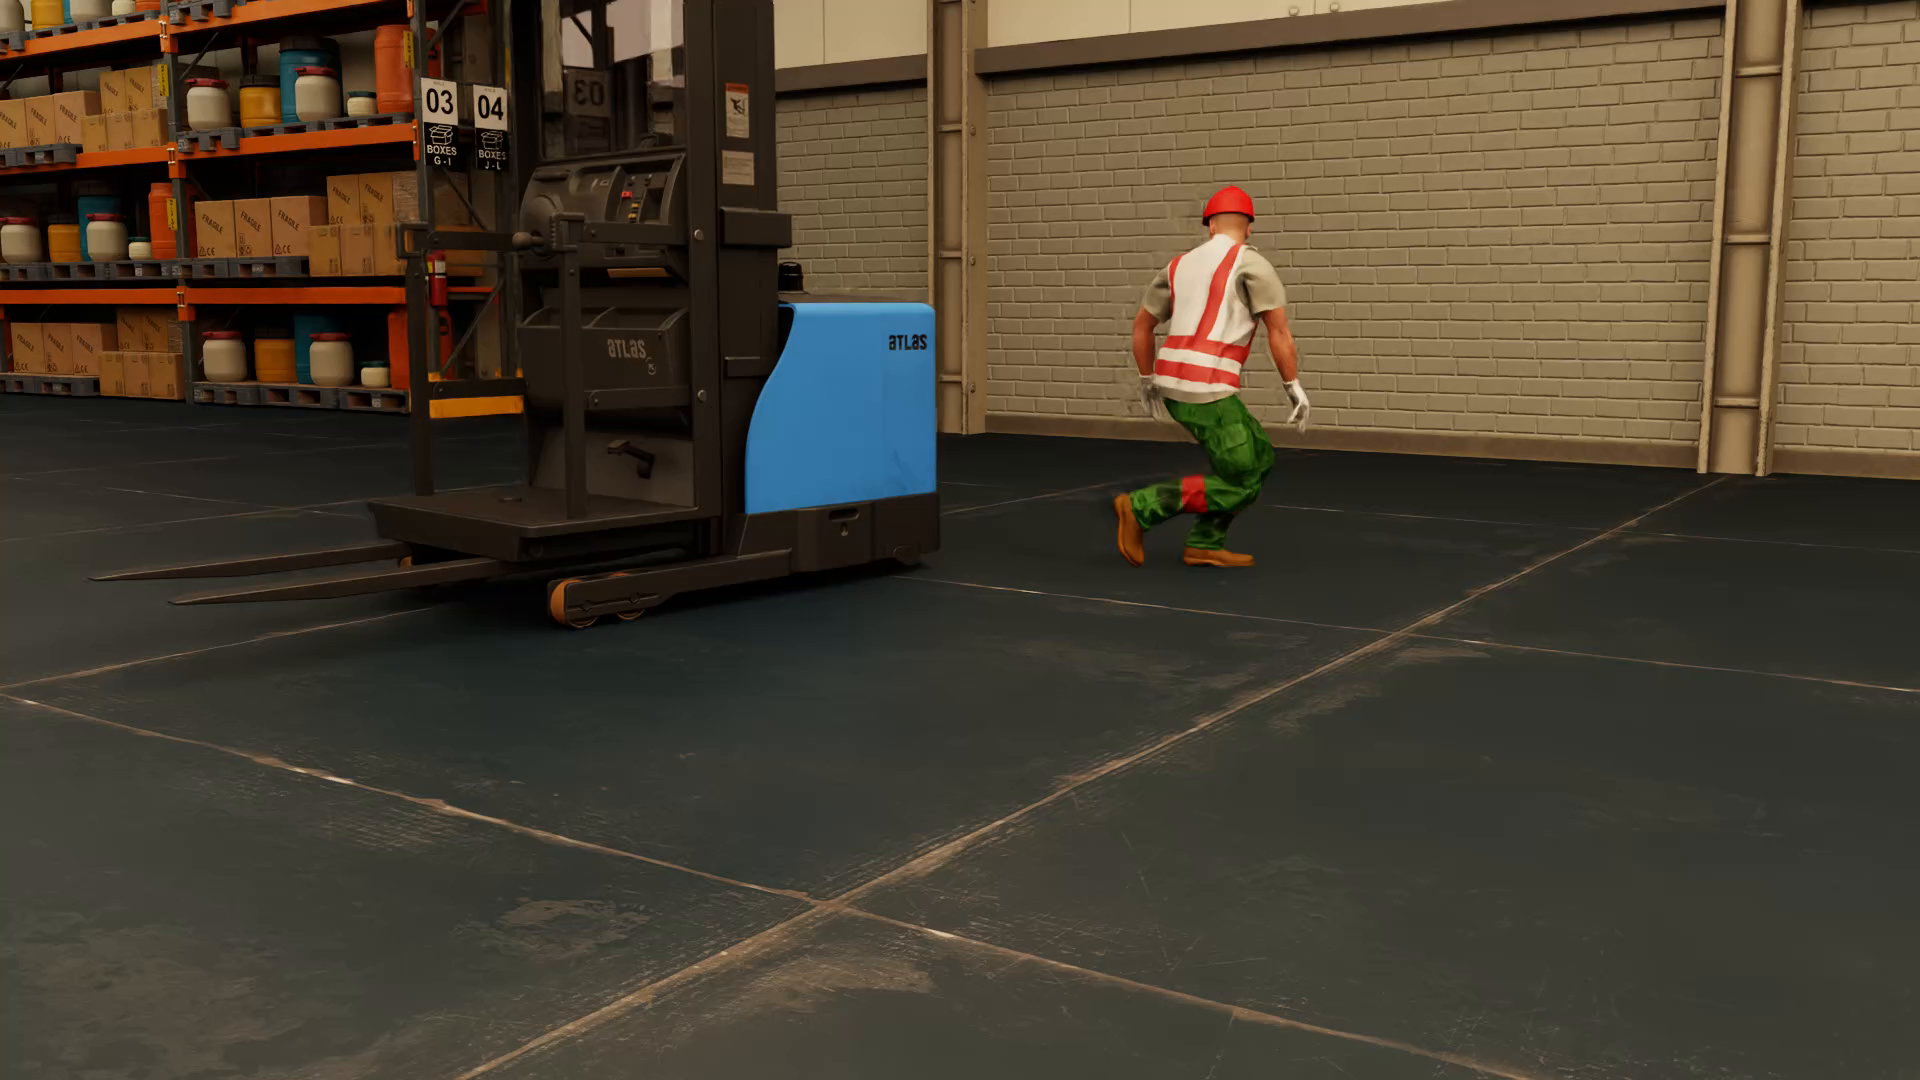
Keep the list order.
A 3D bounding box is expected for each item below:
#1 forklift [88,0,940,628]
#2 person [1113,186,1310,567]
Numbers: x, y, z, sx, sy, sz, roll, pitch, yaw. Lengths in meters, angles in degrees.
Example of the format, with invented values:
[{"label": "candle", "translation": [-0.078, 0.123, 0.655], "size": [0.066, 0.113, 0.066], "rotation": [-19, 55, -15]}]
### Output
[{"label": "forklift", "translation": [-1.454, -1.238, 5.897], "size": [1.130, 2.935, 3.031], "rotation": [7, 11, 42]}, {"label": "person", "translation": [0.953, -0.654, 6.775], "size": [0.725, 1.559, 0.710], "rotation": [-2, 8, -17]}]
